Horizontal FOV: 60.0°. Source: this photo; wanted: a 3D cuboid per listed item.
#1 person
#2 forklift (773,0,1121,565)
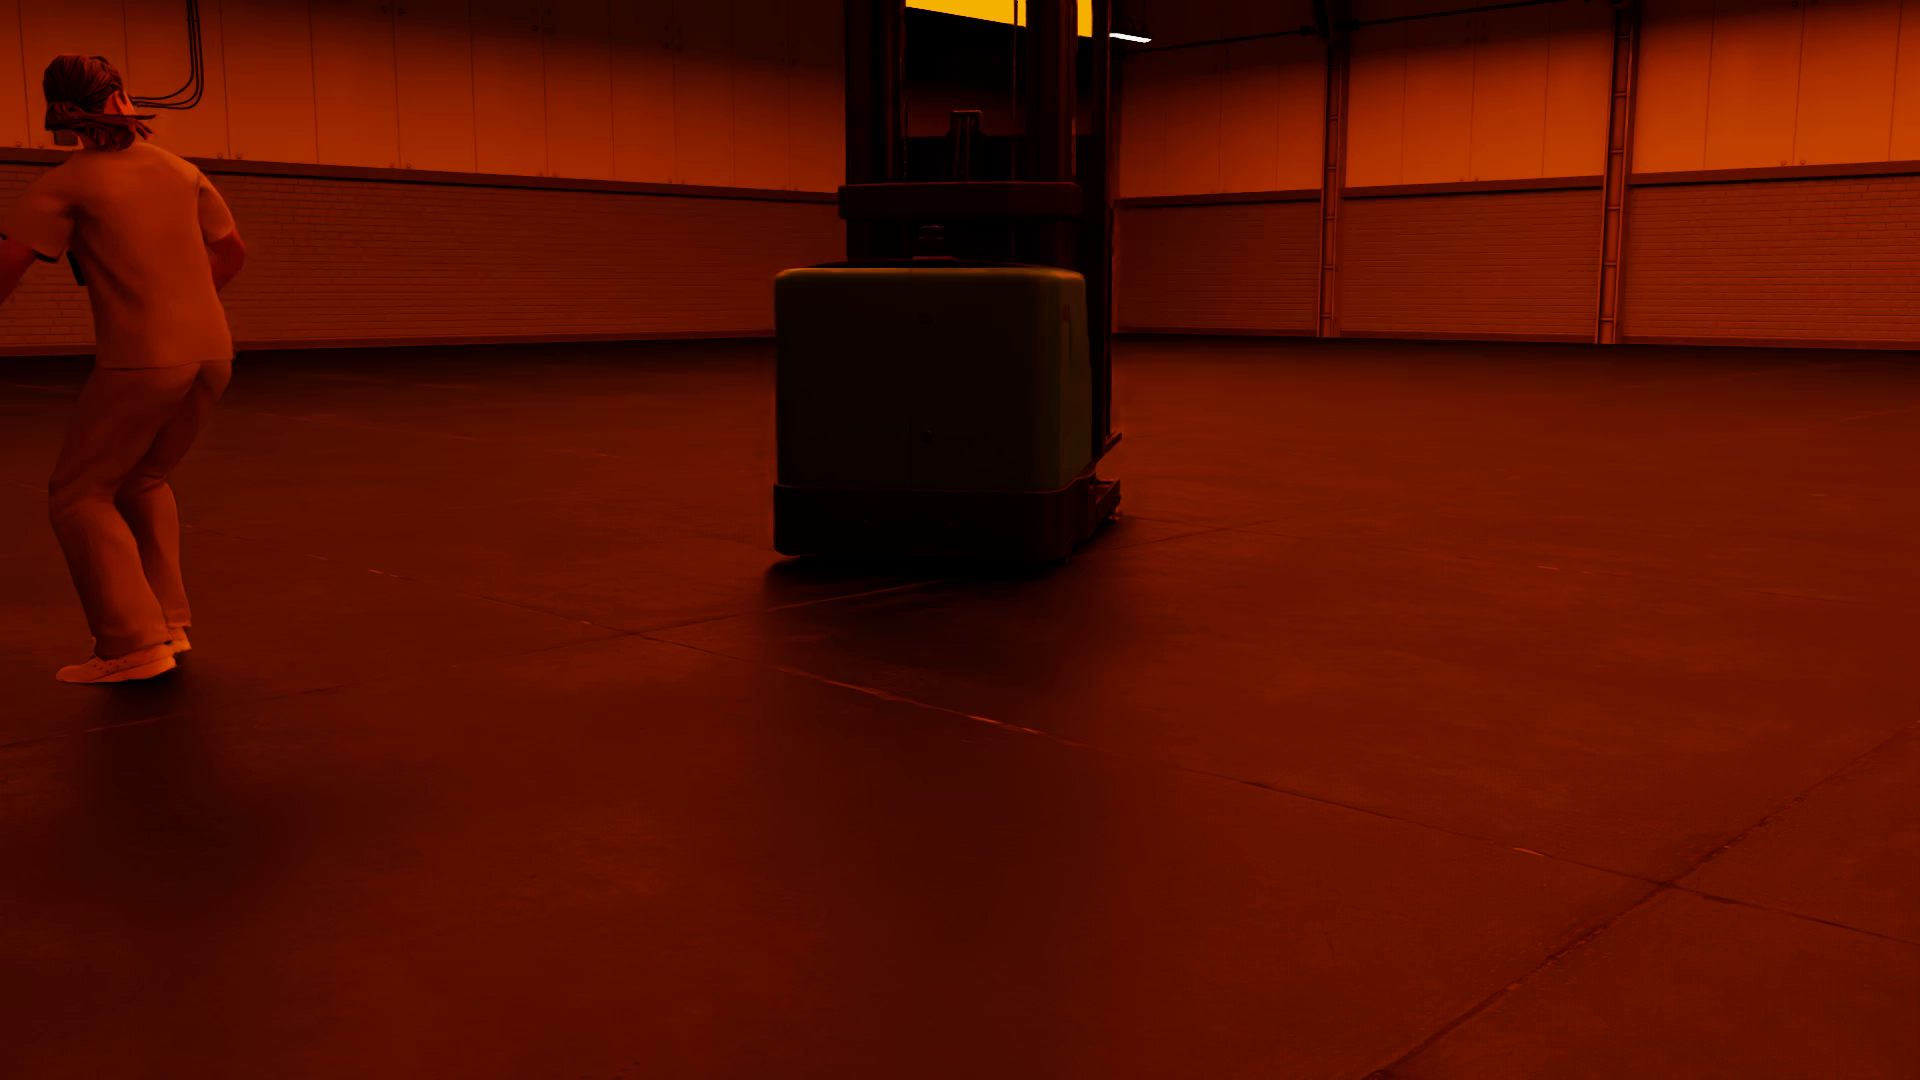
[{"bbox_3d":[-2.245,-0.441,4.390,0.566,1.623,0.674,4,9,24],"label":"person"},{"bbox_3d":[0.115,-1.539,7.092,1.130,2.935,3.031,2,9,11],"label":"forklift"}]
